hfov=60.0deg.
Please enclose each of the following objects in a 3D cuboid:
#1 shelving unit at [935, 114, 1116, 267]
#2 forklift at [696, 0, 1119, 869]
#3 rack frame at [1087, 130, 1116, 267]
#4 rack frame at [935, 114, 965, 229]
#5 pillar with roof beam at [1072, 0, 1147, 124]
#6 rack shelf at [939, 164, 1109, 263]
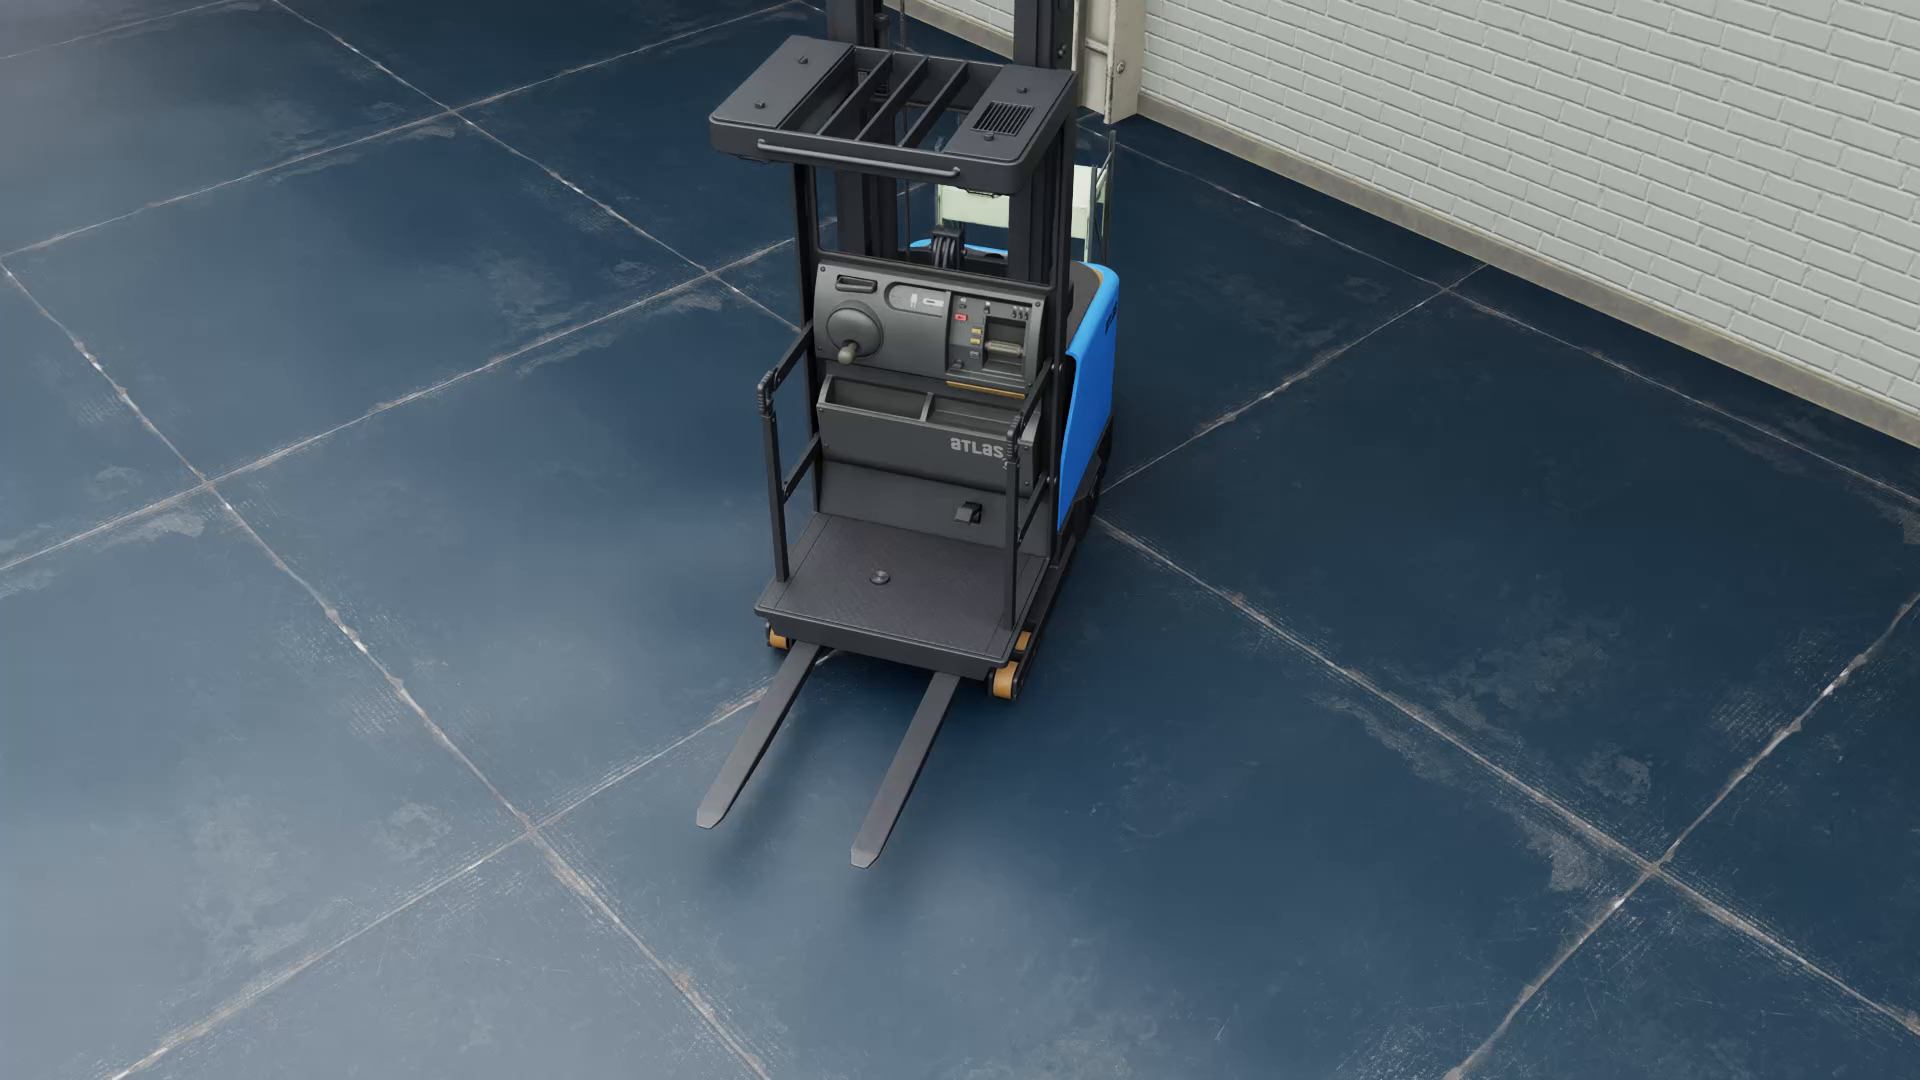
[{"bbox_3d":[0.305,-1.265,8.123,0.755,1.500,0.431,11,40,13],"label":"shelving unit"},{"bbox_3d":[-0.192,-0.763,6.362,1.130,2.935,3.031,11,40,14],"label":"forklift"},{"bbox_3d":[0.655,-1.197,8.039,0.023,1.500,0.400,11,40,13],"label":"rack frame"},{"bbox_3d":[-0.044,-1.333,8.206,0.023,1.500,0.400,11,40,13],"label":"rack frame"},{"bbox_3d":[-2.186,-4.631,6.322,9.100,9.000,0.400,-30,48,-32],"label":"pillar with roof beam"},{"bbox_3d":[0.305,-1.569,7.877,0.720,0.370,0.431,11,40,13],"label":"rack shelf"}]
